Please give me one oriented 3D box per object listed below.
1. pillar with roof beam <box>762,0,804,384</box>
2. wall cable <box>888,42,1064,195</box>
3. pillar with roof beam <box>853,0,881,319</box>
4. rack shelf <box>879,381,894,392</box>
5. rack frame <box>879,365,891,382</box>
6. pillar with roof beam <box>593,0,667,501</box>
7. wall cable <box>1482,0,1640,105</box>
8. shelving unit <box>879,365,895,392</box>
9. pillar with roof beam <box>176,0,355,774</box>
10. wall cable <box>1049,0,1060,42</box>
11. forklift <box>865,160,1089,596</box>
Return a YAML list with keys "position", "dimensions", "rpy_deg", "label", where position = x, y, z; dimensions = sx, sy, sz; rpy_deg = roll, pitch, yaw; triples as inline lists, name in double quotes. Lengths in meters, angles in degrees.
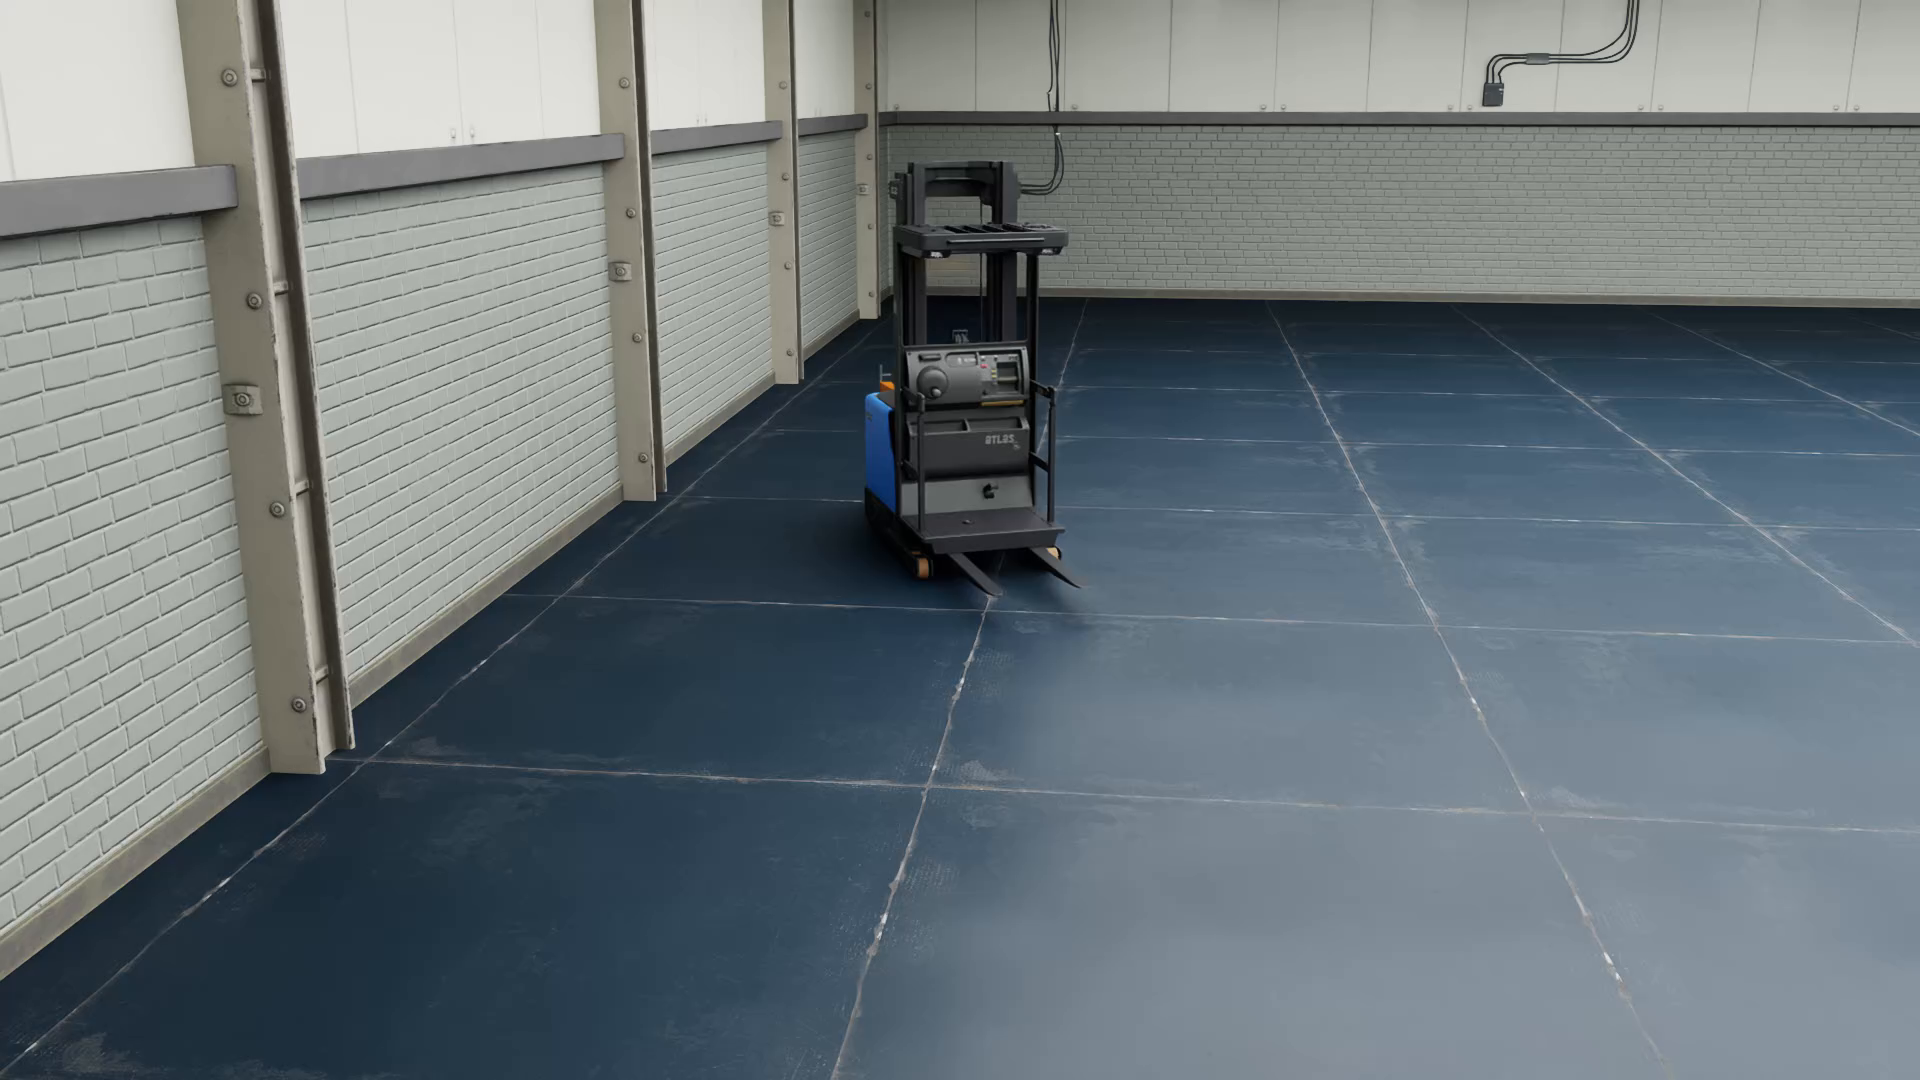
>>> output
- position: [2.175, -6.166, 18.725]
  dimensions: [9.100, 9.000, 0.400]
  rpy_deg: [2, 15, 6]
  label: "pillar with roof beam"
- position: [0.221, -7.075, 28.036]
  dimensions: [3.097, 2.526, 0.112]
  rpy_deg: [2, 15, 6]
  label: "wall cable"
- position: [2.852, -7.722, 24.480]
  dimensions: [9.100, 9.000, 0.400]
  rpy_deg: [2, 15, 6]
  label: "pillar with roof beam"
- position: [-0.493, -1.226, 13.880]
  dimensions: [0.258, 0.148, 0.480]
  rpy_deg: [-5, 15, -16]
  label: "rack shelf"
- position: [-0.562, -0.903, 14.204]
  dimensions: [0.240, 1.200, 0.015]
  rpy_deg: [-5, 15, -16]
  label: "rack frame"
- position: [1.498, -4.610, 12.970]
  dimensions: [9.100, 9.000, 0.400]
  rpy_deg: [2, 15, 6]
  label: "pillar with roof beam"
- position: [9.652, -9.932, 26.137]
  dimensions: [2.305, 6.003, 0.169]
  rpy_deg: [2, 15, 6]
  label: "wall cable"
- position: [-0.492, -0.845, 13.977]
  dimensions: [0.258, 1.200, 0.503]
  rpy_deg: [-5, 15, -16]
  label: "shelving unit"
- position: [0.821, -3.053, 7.215]
  dimensions: [9.100, 9.000, 0.400]
  rpy_deg: [2, 15, 6]
  label: "pillar with roof beam"
- position: [2.909, -9.433, 27.082]
  dimensions: [3.097, 2.526, 0.112]
  rpy_deg: [2, 15, 6]
  label: "wall cable"
- position: [0.121, -1.238, 12.124]
  dimensions: [1.130, 2.935, 3.031]
  rpy_deg: [-4, 16, -16]
  label: "forklift"
